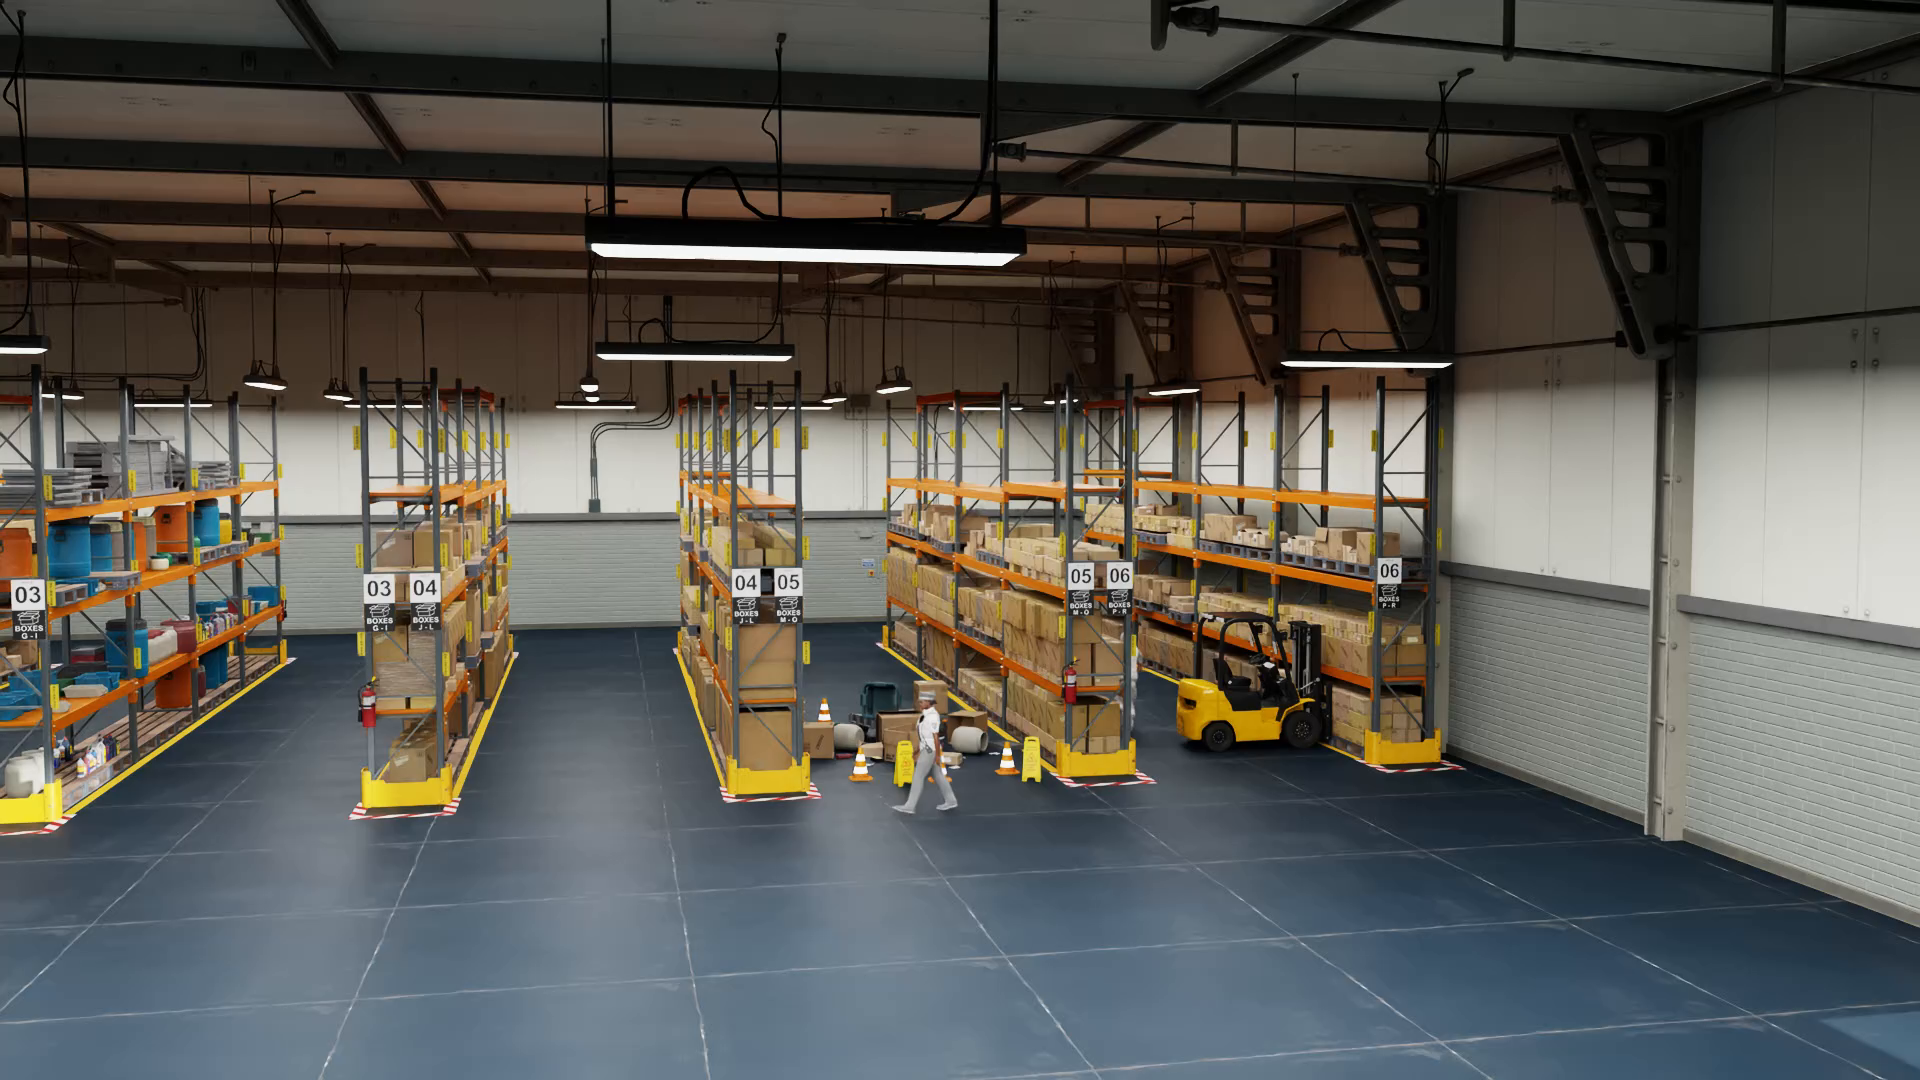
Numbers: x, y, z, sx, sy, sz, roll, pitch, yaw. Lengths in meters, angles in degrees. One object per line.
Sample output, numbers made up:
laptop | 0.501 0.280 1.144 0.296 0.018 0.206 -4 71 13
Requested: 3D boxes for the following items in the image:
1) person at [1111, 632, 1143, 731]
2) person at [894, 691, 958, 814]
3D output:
person | 2.885 2.446 28.945 0.659 1.682 0.793 -1 3 -10
person | -0.461 2.847 22.387 0.866 1.631 0.475 0 3 -2
